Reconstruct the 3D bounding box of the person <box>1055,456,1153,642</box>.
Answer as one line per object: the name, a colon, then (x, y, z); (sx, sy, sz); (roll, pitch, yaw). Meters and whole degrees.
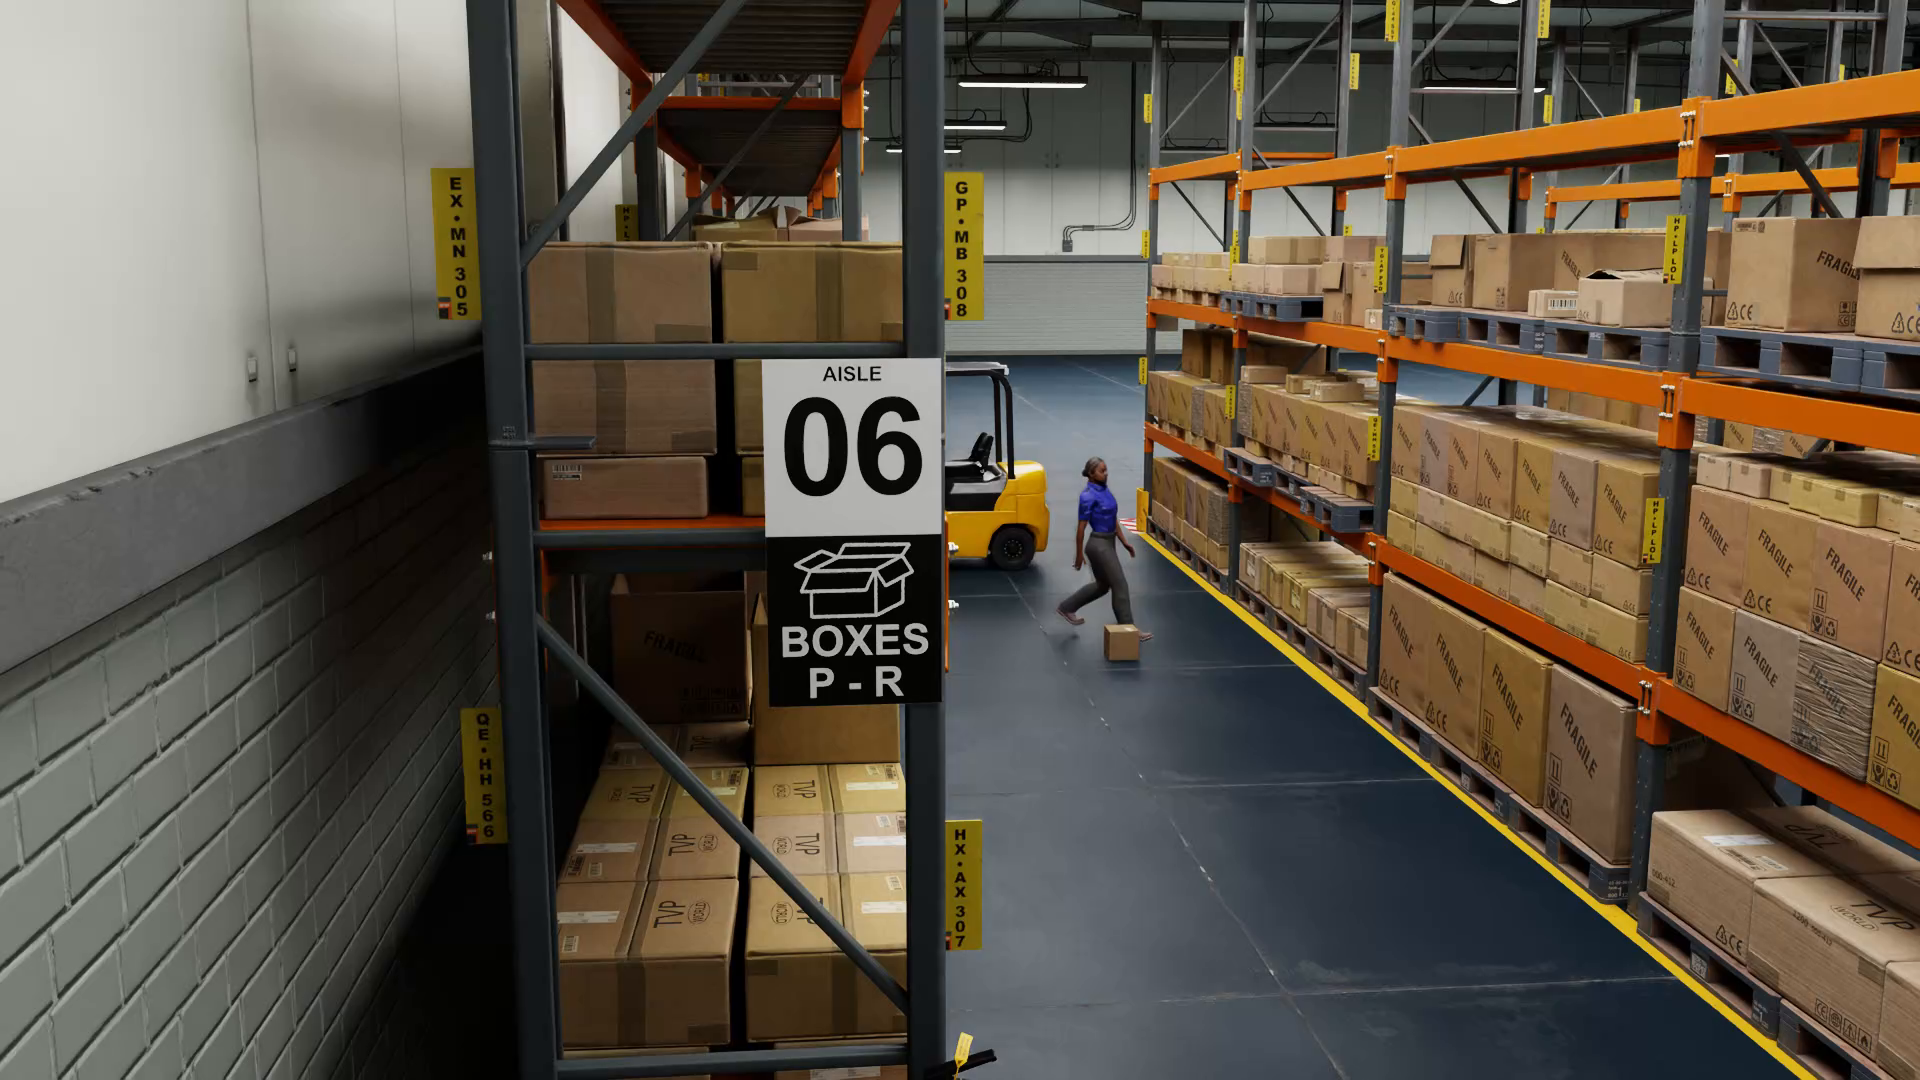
person: (1.275, 0.064, 14.619); (0.977, 1.601, 0.450); (4, 11, 22)
